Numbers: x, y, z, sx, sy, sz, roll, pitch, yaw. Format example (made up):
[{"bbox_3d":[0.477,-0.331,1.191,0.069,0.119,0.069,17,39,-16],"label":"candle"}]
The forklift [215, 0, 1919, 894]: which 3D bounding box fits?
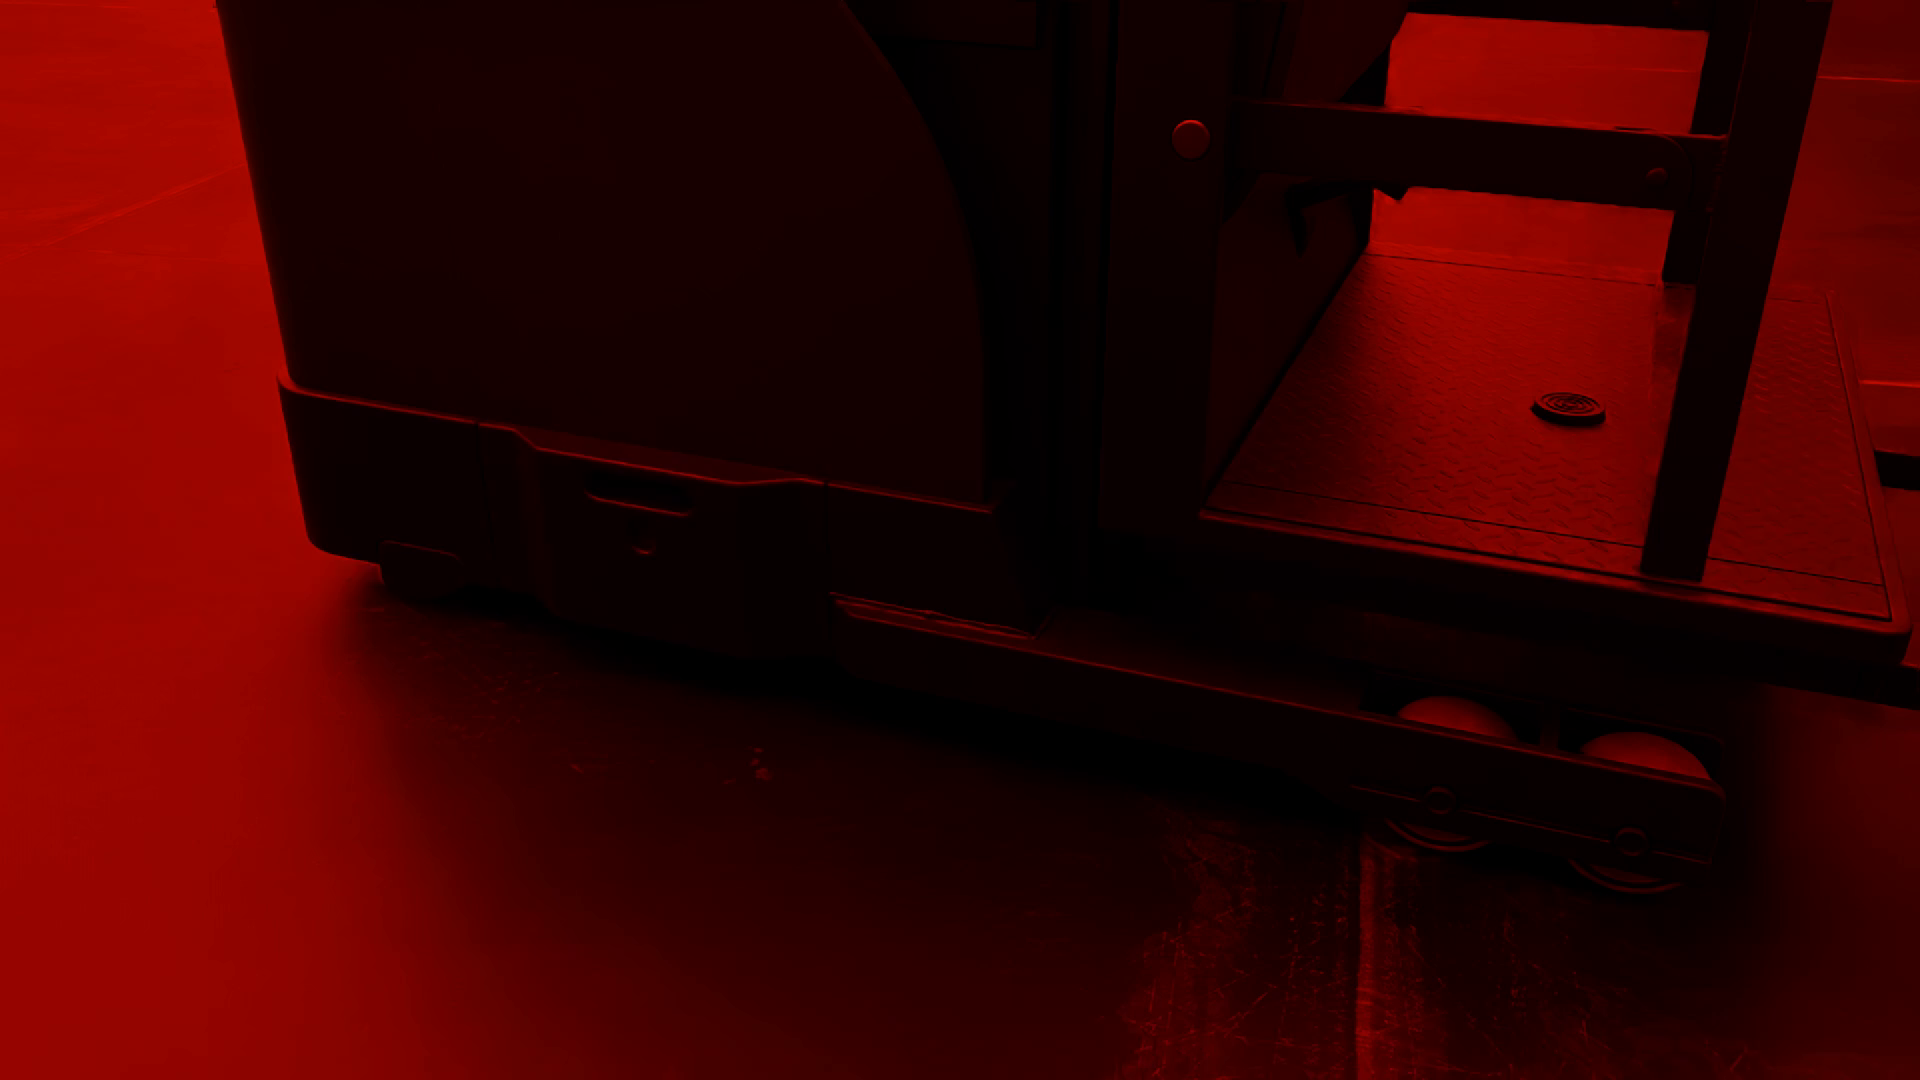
[{"bbox_3d":[0.638,-1.207,1.638,3.031,2.935,1.130,10,29,19],"label":"forklift"}]
